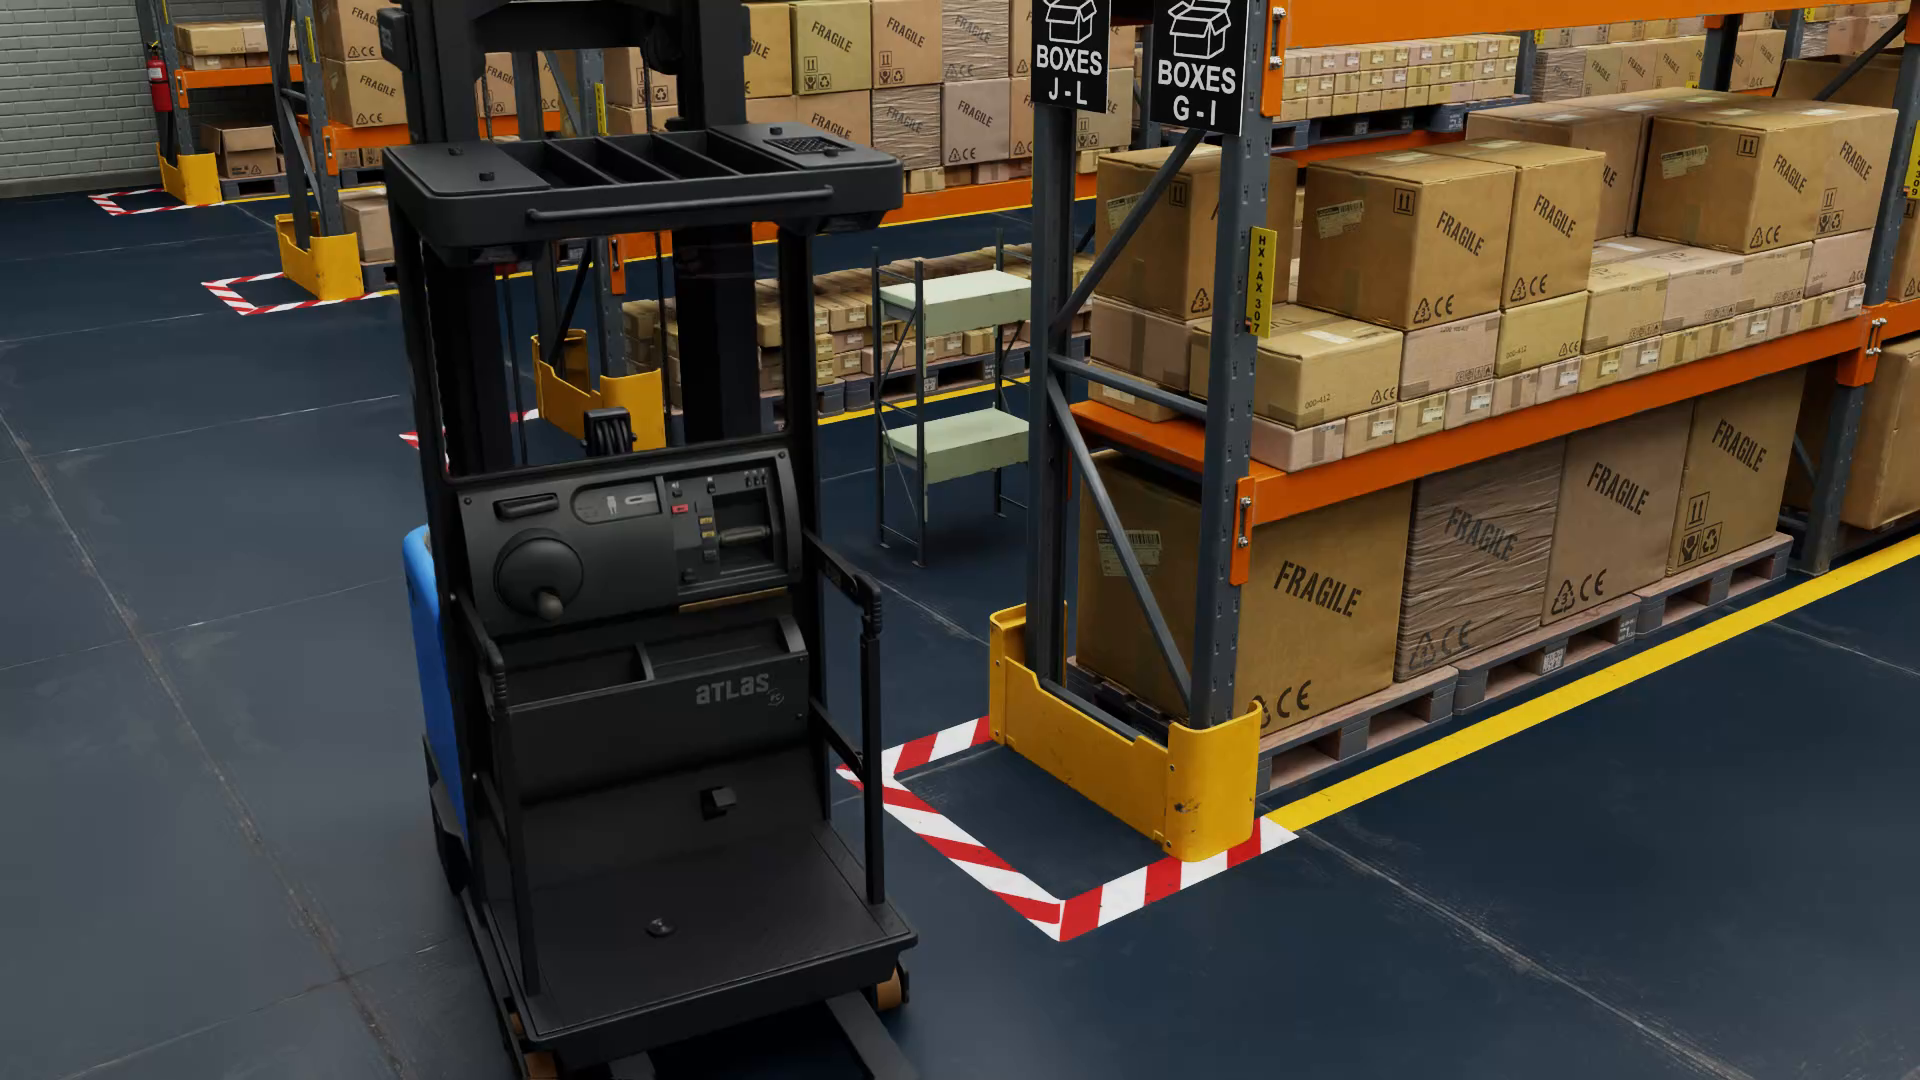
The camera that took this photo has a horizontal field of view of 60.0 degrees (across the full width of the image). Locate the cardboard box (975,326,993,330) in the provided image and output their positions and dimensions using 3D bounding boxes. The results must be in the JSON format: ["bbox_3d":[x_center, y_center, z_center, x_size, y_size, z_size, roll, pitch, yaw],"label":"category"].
[{"bbox_3d":[0.074,-1.519,11.035,0.250,0.149,0.380,-14,26,-32],"label":"cardboard box"}]

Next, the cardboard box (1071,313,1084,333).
[{"bbox_3d":[0.641,-1.538,11.483,0.250,0.149,0.380,-14,26,-31],"label":"cardboard box"}]

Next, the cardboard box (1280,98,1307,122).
[{"bbox_3d":[2.240,-3.079,11.839,0.250,0.149,0.380,-15,26,-32],"label":"cardboard box"}]

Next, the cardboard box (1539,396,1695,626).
[{"bbox_3d":[2.522,-0.266,7.316,0.875,0.875,0.875,-15,26,-33],"label":"cardboard box"}]

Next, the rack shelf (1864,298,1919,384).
[{"bbox_3d":[5.458,-1.470,9.004,4.000,0.370,1.077,-15,26,-33],"label":"rack shelf"}]

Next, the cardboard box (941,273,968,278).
[{"bbox_3d":[0.079,-1.635,10.924,0.250,0.149,0.380,-16,27,-35],"label":"cardboard box"}]

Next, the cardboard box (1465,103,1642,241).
[{"bbox_3d":[2.473,-1.543,7.005,0.500,0.500,0.500,-16,27,-34],"label":"cardboard box"}]

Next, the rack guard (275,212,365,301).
[{"bbox_3d":[-5.219,-2.321,13.538,0.348,0.500,1.175,-15,26,-33],"label":"rack guard"}]

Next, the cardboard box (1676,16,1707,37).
[{"bbox_3d":[6.288,-4.797,14.888,0.500,0.500,0.700,-15,26,-32],"label":"cardboard box"}]

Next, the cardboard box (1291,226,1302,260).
[{"bbox_3d":[2.203,-2.115,12.455,0.500,0.500,0.500,-14,25,-30],"label":"cardboard box"}]

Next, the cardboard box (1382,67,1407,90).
[{"bbox_3d":[3.086,-3.444,12.351,0.250,0.149,0.380,-14,26,-32],"label":"cardboard box"}]

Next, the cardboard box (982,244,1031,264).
[{"bbox_3d":[0.361,-1.979,11.785,0.250,0.149,0.380,-13,25,-30],"label":"cardboard box"}]

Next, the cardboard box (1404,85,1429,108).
[{"bbox_3d":[3.302,-3.364,12.552,0.250,0.149,0.380,-16,27,-35],"label":"cardboard box"}]

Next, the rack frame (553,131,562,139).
[{"bbox_3d":[-4.855,-5.845,18.998,0.127,3.000,1.000,-15,26,-33],"label":"rack frame"}]

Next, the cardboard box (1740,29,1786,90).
[{"bbox_3d":[7.247,-4.470,15.416,0.500,0.500,0.500,-15,26,-33],"label":"cardboard box"}]

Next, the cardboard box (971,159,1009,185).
[{"bbox_3d":[0.101,-2.392,10.682,0.250,0.149,0.380,-16,27,-35],"label":"cardboard box"}]

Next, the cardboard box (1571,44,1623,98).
[{"bbox_3d":[5.200,-3.925,14.049,0.500,0.500,0.500,-15,26,-33],"label":"cardboard box"}]

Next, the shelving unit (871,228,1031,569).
[{"bbox_3d":[0.005,-0.698,8.122,0.755,1.500,0.431,-15,26,-33],"label":"shelving unit"}]

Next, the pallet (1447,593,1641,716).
[{"bbox_3d":[2.181,0.330,7.284,1.213,0.211,1.003,-15,26,-33],"label":"pallet"}]

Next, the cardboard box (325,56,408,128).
[{"bbox_3d":[-4.642,-3.551,13.113,0.500,0.500,0.500,-15,26,-33],"label":"cardboard box"}]

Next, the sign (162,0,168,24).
[{"bbox_3d":[-7.784,-5.218,16.258,0.005,0.325,0.100,-15,26,-33],"label":"sign"}]

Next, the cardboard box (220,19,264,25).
[{"bbox_3d":[-7.464,-5.339,17.529,0.500,0.250,0.500,-15,26,-33],"label":"cardboard box"}]

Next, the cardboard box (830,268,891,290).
[{"bbox_3d":[-0.664,-1.690,11.061,0.250,0.149,0.380,-15,26,-33],"label":"cardboard box"}]

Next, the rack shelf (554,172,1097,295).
[{"bbox_3d":[-0.603,-2.118,10.629,4.000,0.370,1.077,-15,26,-33],"label":"rack shelf"}]

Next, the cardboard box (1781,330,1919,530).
[{"bbox_3d":[4.343,-0.724,8.464,0.875,0.875,1.225,-15,26,-33],"label":"cardboard box"}]

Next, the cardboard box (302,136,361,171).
[{"bbox_3d":[-6.833,-4.291,17.908,0.500,0.500,0.700,-14,26,-31],"label":"cardboard box"}]

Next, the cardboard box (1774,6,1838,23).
[{"bbox_3d":[7.834,-5.258,15.866,0.550,0.550,0.875,-15,26,-33],"label":"cardboard box"}]

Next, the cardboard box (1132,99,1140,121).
[{"bbox_3d":[1.227,-3.109,11.914,0.250,0.149,0.380,-16,27,-34],"label":"cardboard box"}]

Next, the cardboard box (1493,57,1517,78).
[{"bbox_3d":[4.132,-3.724,13.052,0.250,0.149,0.380,-14,26,-32],"label":"cardboard box"}]

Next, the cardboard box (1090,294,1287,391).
[{"bbox_3d":[0.826,-0.759,6.052,0.500,0.250,0.500,-15,26,-34],"label":"cardboard box"}]

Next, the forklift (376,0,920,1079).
[{"bbox_3d":[-0.806,0.004,4.432,1.130,2.935,3.031,-10,24,-24],"label":"forklift"}]

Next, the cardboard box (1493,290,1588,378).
[{"bbox_3d":[1.963,-0.819,6.202,0.500,0.250,0.500,-16,27,-35],"label":"cardboard box"}]

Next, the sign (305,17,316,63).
[{"bbox_3d":[-4.880,-3.758,12.491,0.005,0.325,0.100,-15,26,-33],"label":"sign"}]

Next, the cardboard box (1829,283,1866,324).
[{"bbox_3d":[3.779,-1.090,7.420,0.250,0.149,0.380,-15,26,-33],"label":"cardboard box"}]

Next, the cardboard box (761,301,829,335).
[{"bbox_3d":[-1.017,-1.369,10.256,0.250,0.149,0.380,-16,27,-35],"label":"cardboard box"}]

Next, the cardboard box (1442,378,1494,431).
[{"bbox_3d":[1.695,-0.535,6.028,0.250,0.149,0.380,-15,26,-34],"label":"cardboard box"}]

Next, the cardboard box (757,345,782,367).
[{"bbox_3d":[-1.249,-1.187,10.202,0.250,0.149,0.380,-15,26,-32],"label":"cardboard box"}]

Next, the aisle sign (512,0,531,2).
[{"bbox_3d":[-2.461,-3.302,9.115,0.004,0.787,0.394,-15,26,-33],"label":"aisle sign"}]

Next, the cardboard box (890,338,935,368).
[{"bbox_3d":[-0.367,-1.247,10.753,0.250,0.149,0.380,-15,26,-33],"label":"cardboard box"}]

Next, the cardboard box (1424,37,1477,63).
[{"bbox_3d":[3.719,-3.752,12.720,0.250,0.149,0.380,-14,26,-31],"label":"cardboard box"}]

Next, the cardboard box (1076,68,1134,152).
[{"bbox_3d":[0.793,-2.880,11.031,0.500,0.500,0.500,-15,26,-33],"label":"cardboard box"}]

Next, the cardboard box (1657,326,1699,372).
[{"bbox_3d":[2.736,-0.812,6.723,0.250,0.149,0.380,-15,26,-34],"label":"cardboard box"}]

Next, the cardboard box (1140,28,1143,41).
[{"bbox_3d":[1.916,-5.362,17.560,0.250,0.149,0.380,-17,27,-36],"label":"cardboard box"}]

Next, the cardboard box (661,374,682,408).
[{"bbox_3d":[-1.614,-0.908,9.904,0.250,0.149,0.380,-14,26,-32],"label":"cardboard box"}]

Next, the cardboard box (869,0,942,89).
[{"bbox_3d":[-0.454,-3.014,10.018,0.500,0.500,0.500,-16,27,-34],"label":"cardboard box"}]

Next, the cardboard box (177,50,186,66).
[{"bbox_3d":[-7.989,-5.015,17.257,0.250,0.149,0.380,-15,26,-33],"label":"cardboard box"}]

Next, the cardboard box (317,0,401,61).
[{"bbox_3d":[-4.644,-4.016,12.929,0.500,0.500,0.500,-16,27,-34],"label":"cardboard box"}]

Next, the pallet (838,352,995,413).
[{"bbox_3d":[-0.495,-1.169,11.040,1.213,0.211,1.003,-15,26,-33],"label":"pallet"}]

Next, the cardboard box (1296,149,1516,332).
[{"bbox_3d":[1.541,-1.053,5.778,0.500,0.500,0.500,-16,27,-34],"label":"cardboard box"}]

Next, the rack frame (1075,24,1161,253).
[{"bbox_3d":[1.020,-2.885,11.580,0.127,3.000,1.000,-15,26,-33],"label":"rack frame"}]

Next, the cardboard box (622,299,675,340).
[{"bbox_3d":[-1.945,-1.358,10.229,0.250,0.149,0.380,-15,26,-32],"label":"cardboard box"}]

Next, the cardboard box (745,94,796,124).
[{"bbox_3d":[-1.281,-2.342,9.682,0.500,0.500,0.500,-15,26,-33],"label":"cardboard box"}]

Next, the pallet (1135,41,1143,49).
[{"bbox_3d":[1.811,-5.316,17.929,1.003,0.211,1.213,-15,26,-33],"label":"pallet"}]

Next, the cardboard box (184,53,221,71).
[{"bbox_3d":[-7.674,-4.851,16.846,0.250,0.149,0.380,-15,26,-33],"label":"cardboard box"}]

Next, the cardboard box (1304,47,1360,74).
[{"bbox_3d":[2.658,-3.467,12.008,0.250,0.149,0.380,-14,26,-31],"label":"cardboard box"}]
